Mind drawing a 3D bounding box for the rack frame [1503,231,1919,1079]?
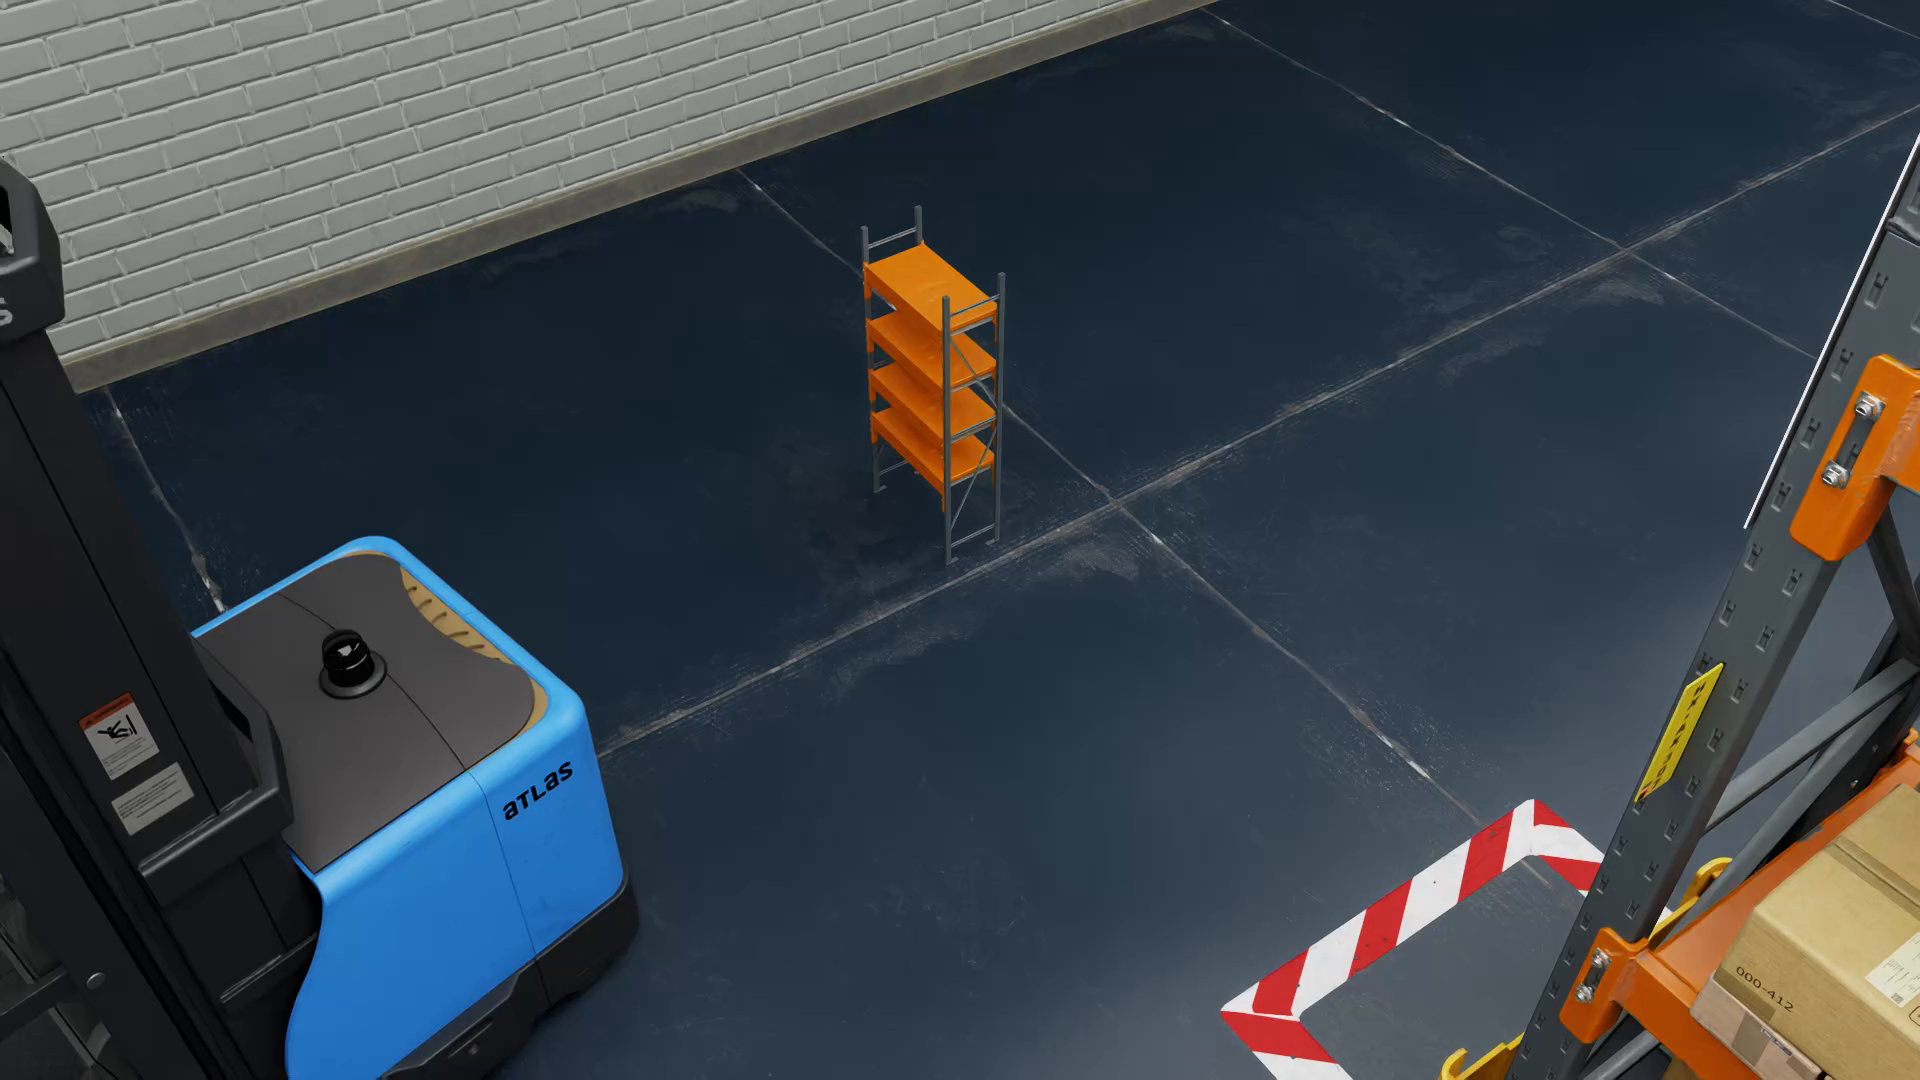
[{"bbox_3d":[1.763,0.480,3.575,1.000,3.000,0.127,-26,49,-24],"label":"rack frame"}]

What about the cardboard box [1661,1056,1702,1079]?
[{"bbox_3d":[2.195,1.428,3.817,0.875,0.875,0.875,-26,49,-24],"label":"cardboard box"}]

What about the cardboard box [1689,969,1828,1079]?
[{"bbox_3d":[1.696,0.902,3.314,0.380,0.149,0.250,-25,49,-24],"label":"cardboard box"}]

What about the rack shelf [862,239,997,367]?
[{"bbox_3d":[-0.095,-0.812,5.663,0.258,0.148,0.480,-26,49,-24],"label":"rack shelf"}]

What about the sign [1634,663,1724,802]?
[{"bbox_3d":[1.305,0.354,3.022,0.100,0.325,0.005,-26,49,-24],"label":"sign"}]

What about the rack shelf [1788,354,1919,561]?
[{"bbox_3d":[2.907,0.788,1.601,1.077,0.370,4.000,-26,49,-24],"label":"rack shelf"}]

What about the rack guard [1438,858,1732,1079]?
[{"bbox_3d":[1.750,1.371,4.452,1.175,0.500,0.348,-26,49,-24],"label":"rack guard"}]

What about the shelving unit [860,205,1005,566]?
[{"bbox_3d":[-0.095,-0.528,5.934,0.258,1.200,0.503,-26,49,-24],"label":"shelving unit"}]

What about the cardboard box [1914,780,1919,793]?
[{"bbox_3d":[2.258,0.596,3.346,0.500,0.250,0.500,-26,50,-25],"label":"cardboard box"}]

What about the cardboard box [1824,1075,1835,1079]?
[{"bbox_3d":[1.844,1.047,3.163,0.380,0.149,0.250,-26,50,-25],"label":"cardboard box"}]

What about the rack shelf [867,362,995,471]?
[{"bbox_3d":[-0.095,-0.479,5.980,0.258,0.148,0.480,-26,49,-24],"label":"rack shelf"}]

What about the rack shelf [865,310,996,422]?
[{"bbox_3d":[-0.095,-0.641,5.826,0.258,0.148,0.480,-26,49,-24],"label":"rack shelf"}]

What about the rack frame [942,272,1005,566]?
[{"bbox_3d":[0.045,-0.390,5.789,0.240,1.200,0.015,-26,49,-24],"label":"rack frame"}]

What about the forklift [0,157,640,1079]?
[{"bbox_3d":[-2.329,0.647,3.449,1.130,2.935,3.031,33,53,30],"label":"forklift"}]

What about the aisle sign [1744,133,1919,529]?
[{"bbox_3d":[1.476,-0.383,2.596,0.394,0.787,0.004,-26,49,-24],"label":"aisle sign"}]

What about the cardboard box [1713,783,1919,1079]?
[{"bbox_3d":[1.816,0.805,3.127,0.500,0.250,0.500,-27,50,-25],"label":"cardboard box"}]

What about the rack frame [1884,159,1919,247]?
[{"bbox_3d":[1.763,-1.690,1.503,1.000,3.000,0.127,-26,49,-24],"label":"rack frame"}]

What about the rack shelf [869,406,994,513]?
[{"bbox_3d":[-0.095,-0.335,6.117,0.258,0.148,0.480,-26,49,-24],"label":"rack shelf"}]

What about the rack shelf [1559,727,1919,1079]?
[{"bbox_3d":[2.907,1.873,2.637,1.077,0.370,4.000,-26,49,-24],"label":"rack shelf"}]

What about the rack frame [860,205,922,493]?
[{"bbox_3d":[-0.234,-0.666,6.079,0.240,1.200,0.015,-26,49,-24],"label":"rack frame"}]
